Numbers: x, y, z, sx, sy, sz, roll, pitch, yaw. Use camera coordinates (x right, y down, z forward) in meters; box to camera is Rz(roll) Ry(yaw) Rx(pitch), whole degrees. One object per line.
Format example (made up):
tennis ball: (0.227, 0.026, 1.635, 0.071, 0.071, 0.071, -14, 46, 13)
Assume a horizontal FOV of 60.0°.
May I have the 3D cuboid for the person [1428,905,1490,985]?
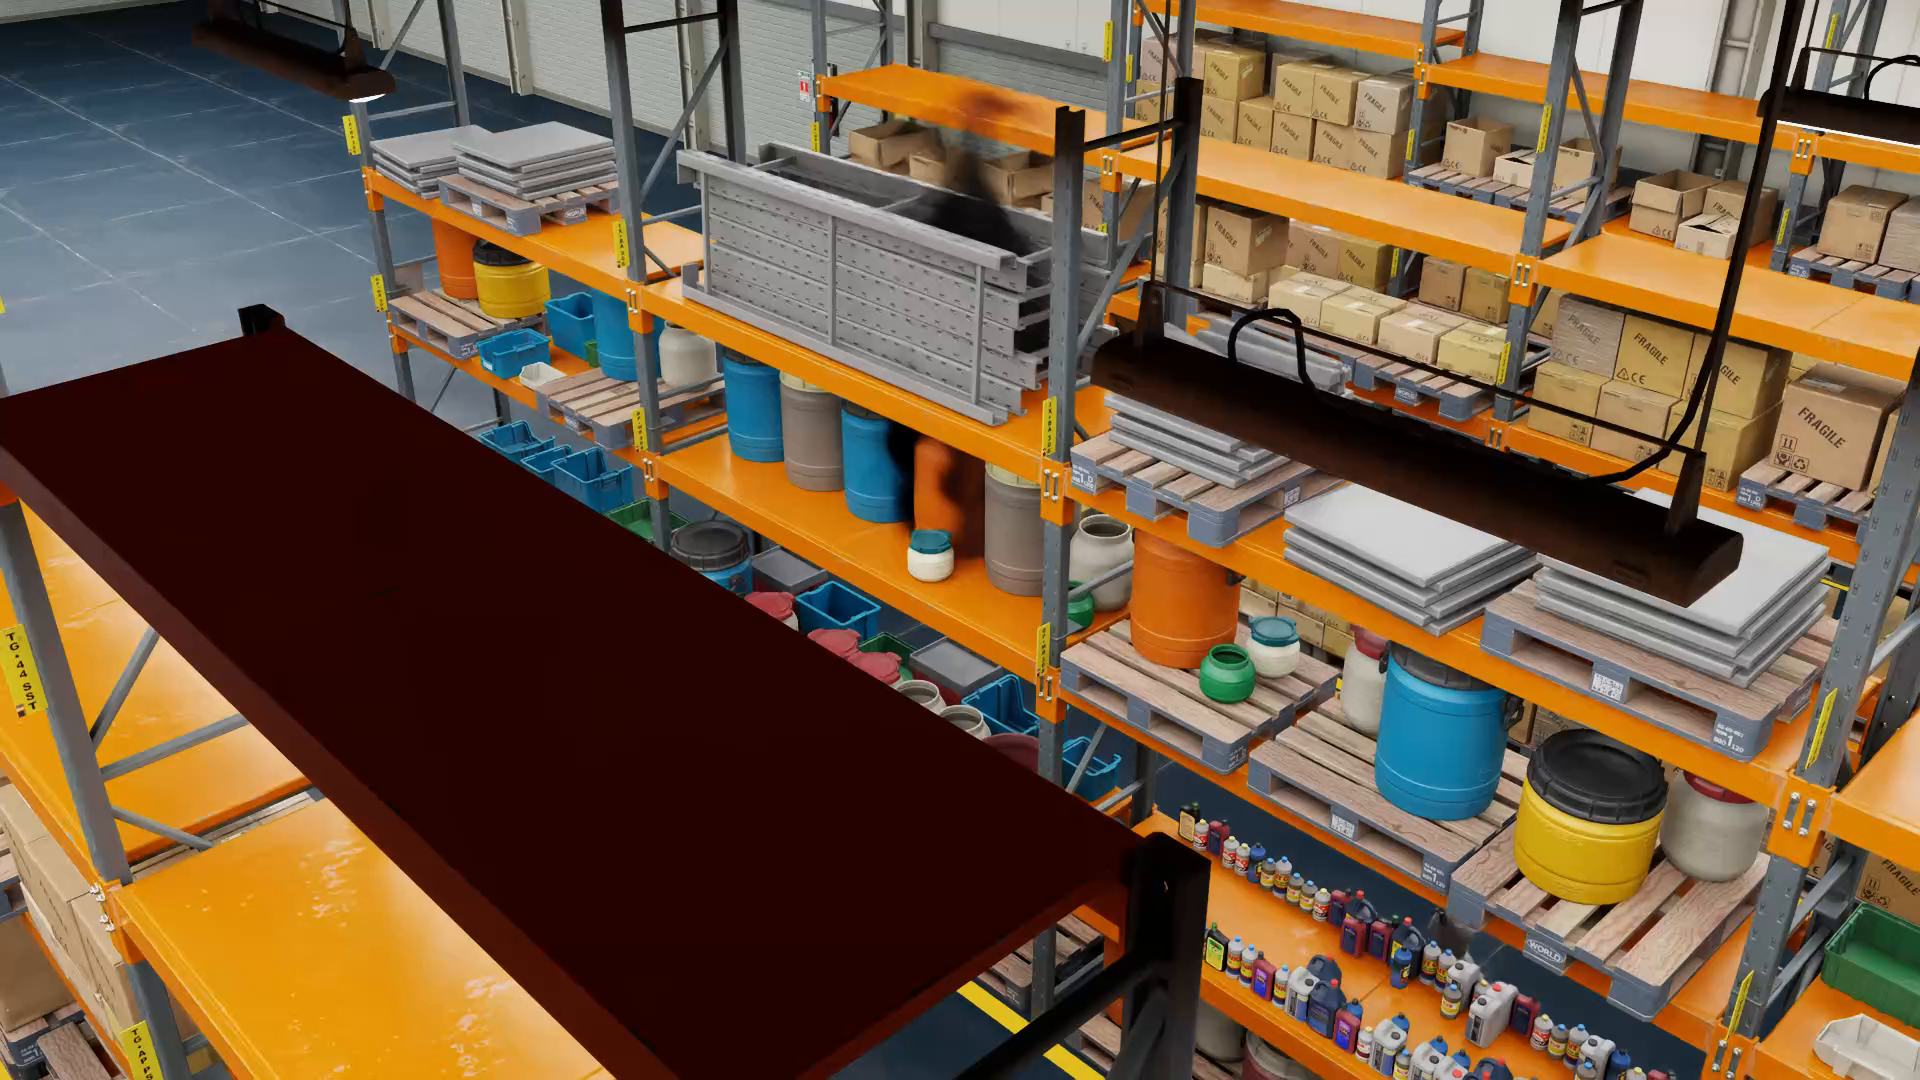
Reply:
person: (3.179, 2.364, 10.682, 0.561, 1.667, 0.573, -21, 35, -34)
